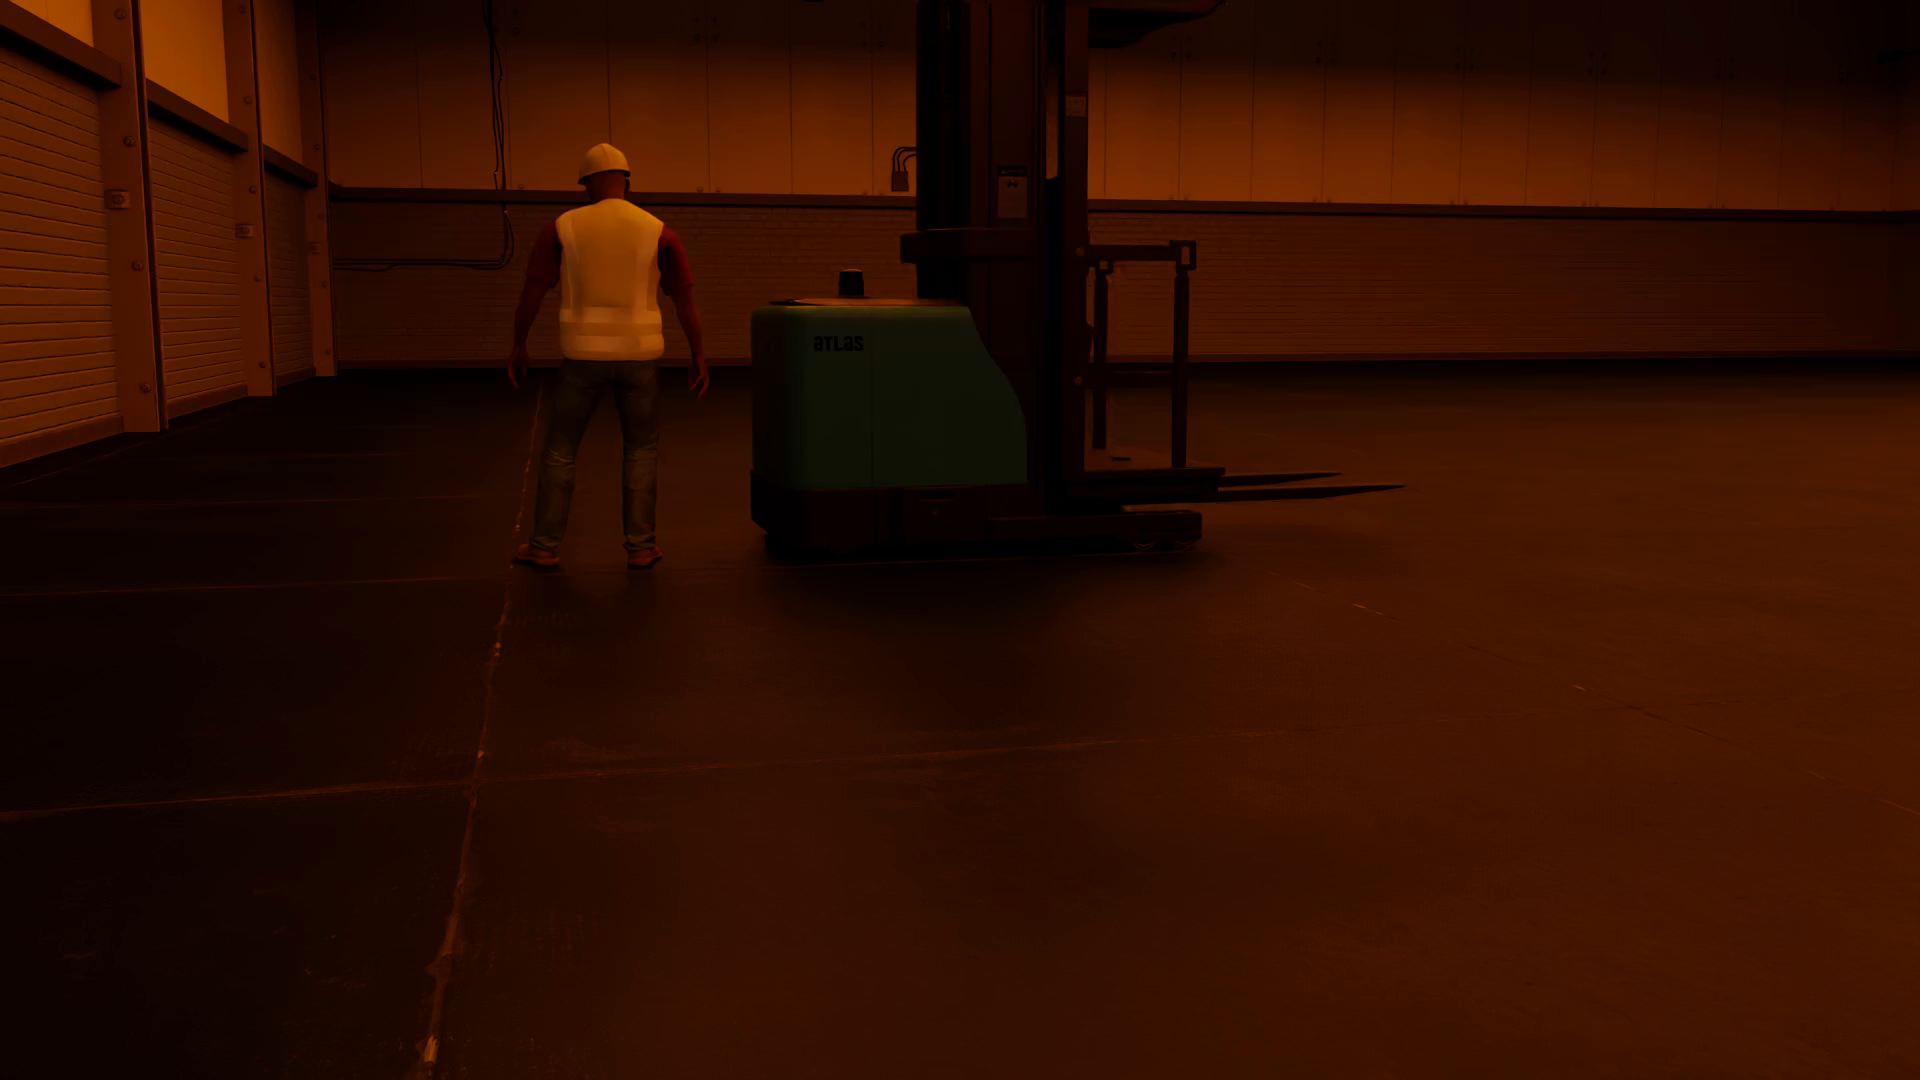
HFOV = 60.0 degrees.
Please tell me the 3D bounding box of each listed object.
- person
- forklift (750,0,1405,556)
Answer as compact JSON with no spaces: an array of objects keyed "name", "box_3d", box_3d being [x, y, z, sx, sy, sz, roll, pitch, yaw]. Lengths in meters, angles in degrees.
[{"name":"person","box_3d":[-1.471,-0.772,6.950,0.824,1.740,0.418,-2,8,-12]},{"name":"forklift","box_3d":[0.585,-1.476,7.682,3.031,2.935,1.130,-2,8,-16]}]
